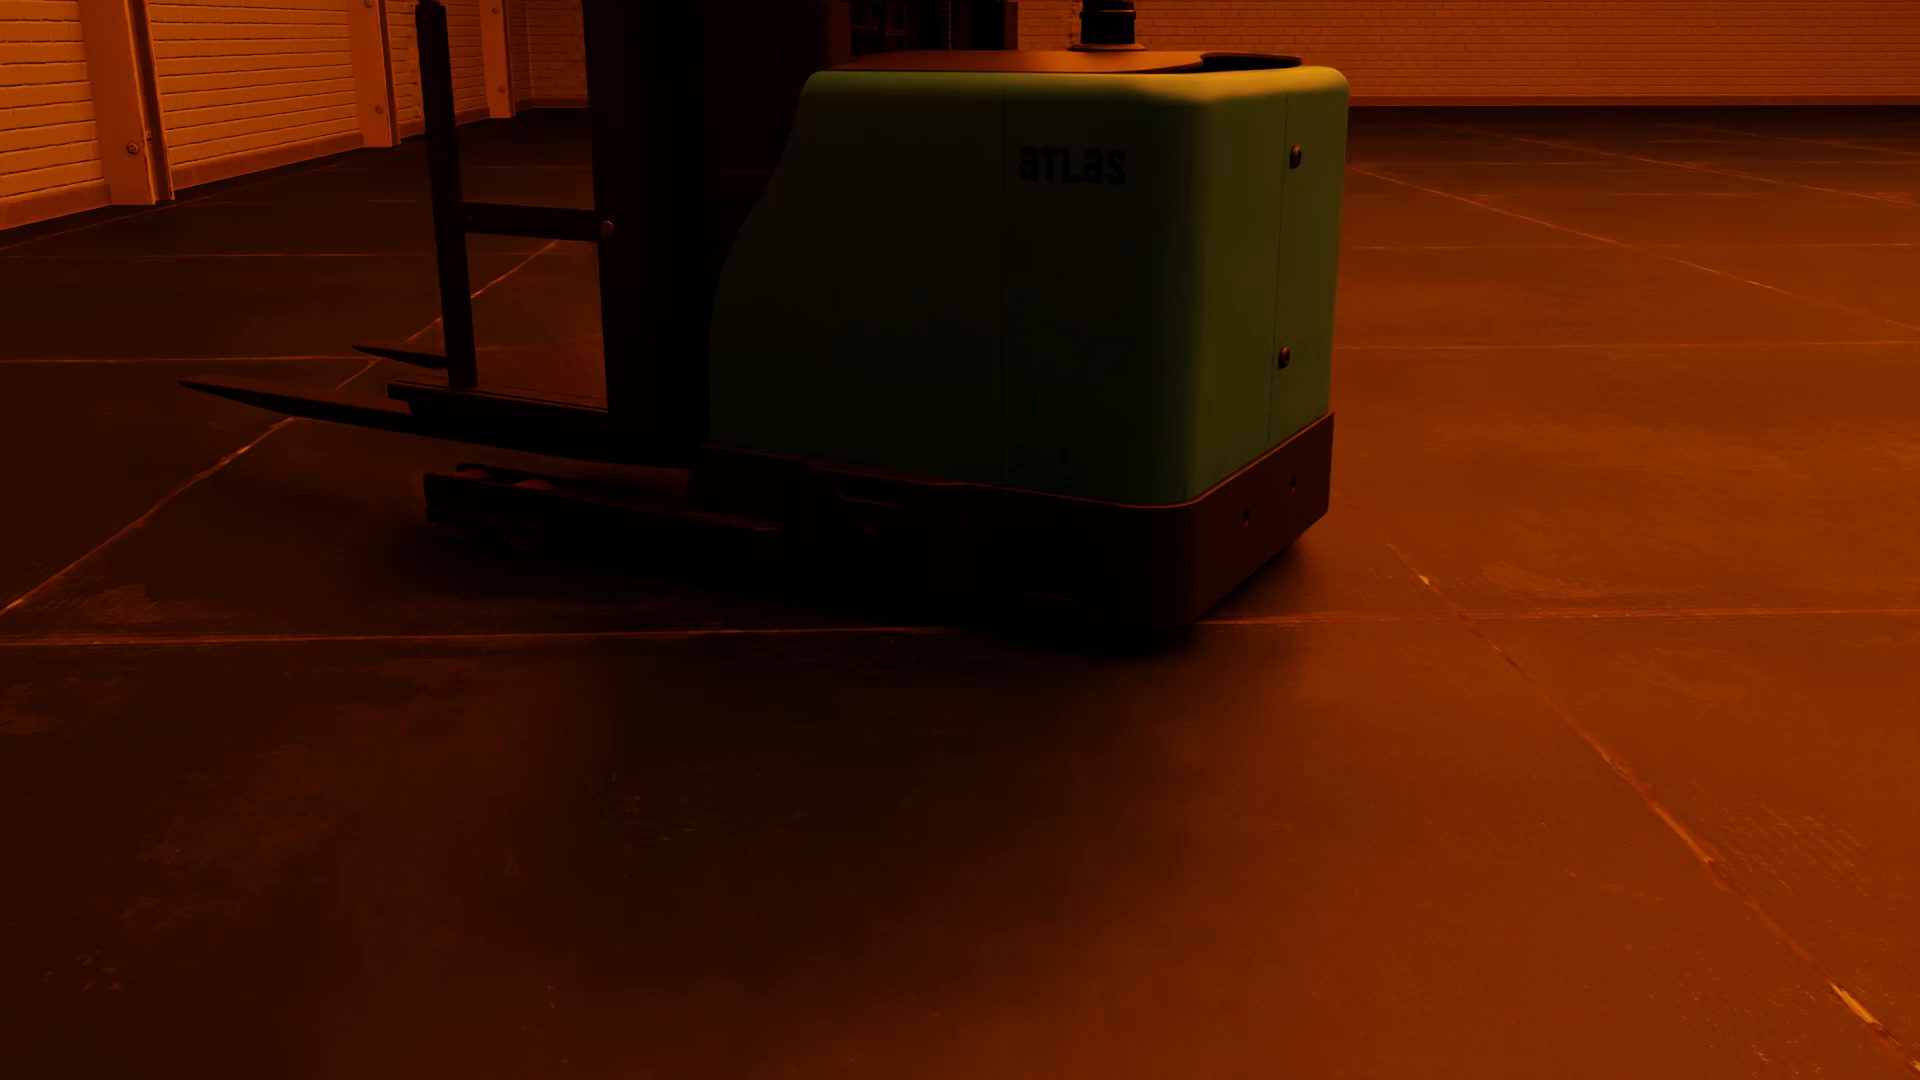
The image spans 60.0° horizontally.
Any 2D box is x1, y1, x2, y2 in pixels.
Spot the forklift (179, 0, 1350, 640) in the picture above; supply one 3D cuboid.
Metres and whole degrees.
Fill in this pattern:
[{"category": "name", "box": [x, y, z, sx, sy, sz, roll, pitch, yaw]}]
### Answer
[{"category": "forklift", "box": [-0.676, -1.500, 3.813, 3.031, 2.935, 1.130, 9, 19, 28]}]
